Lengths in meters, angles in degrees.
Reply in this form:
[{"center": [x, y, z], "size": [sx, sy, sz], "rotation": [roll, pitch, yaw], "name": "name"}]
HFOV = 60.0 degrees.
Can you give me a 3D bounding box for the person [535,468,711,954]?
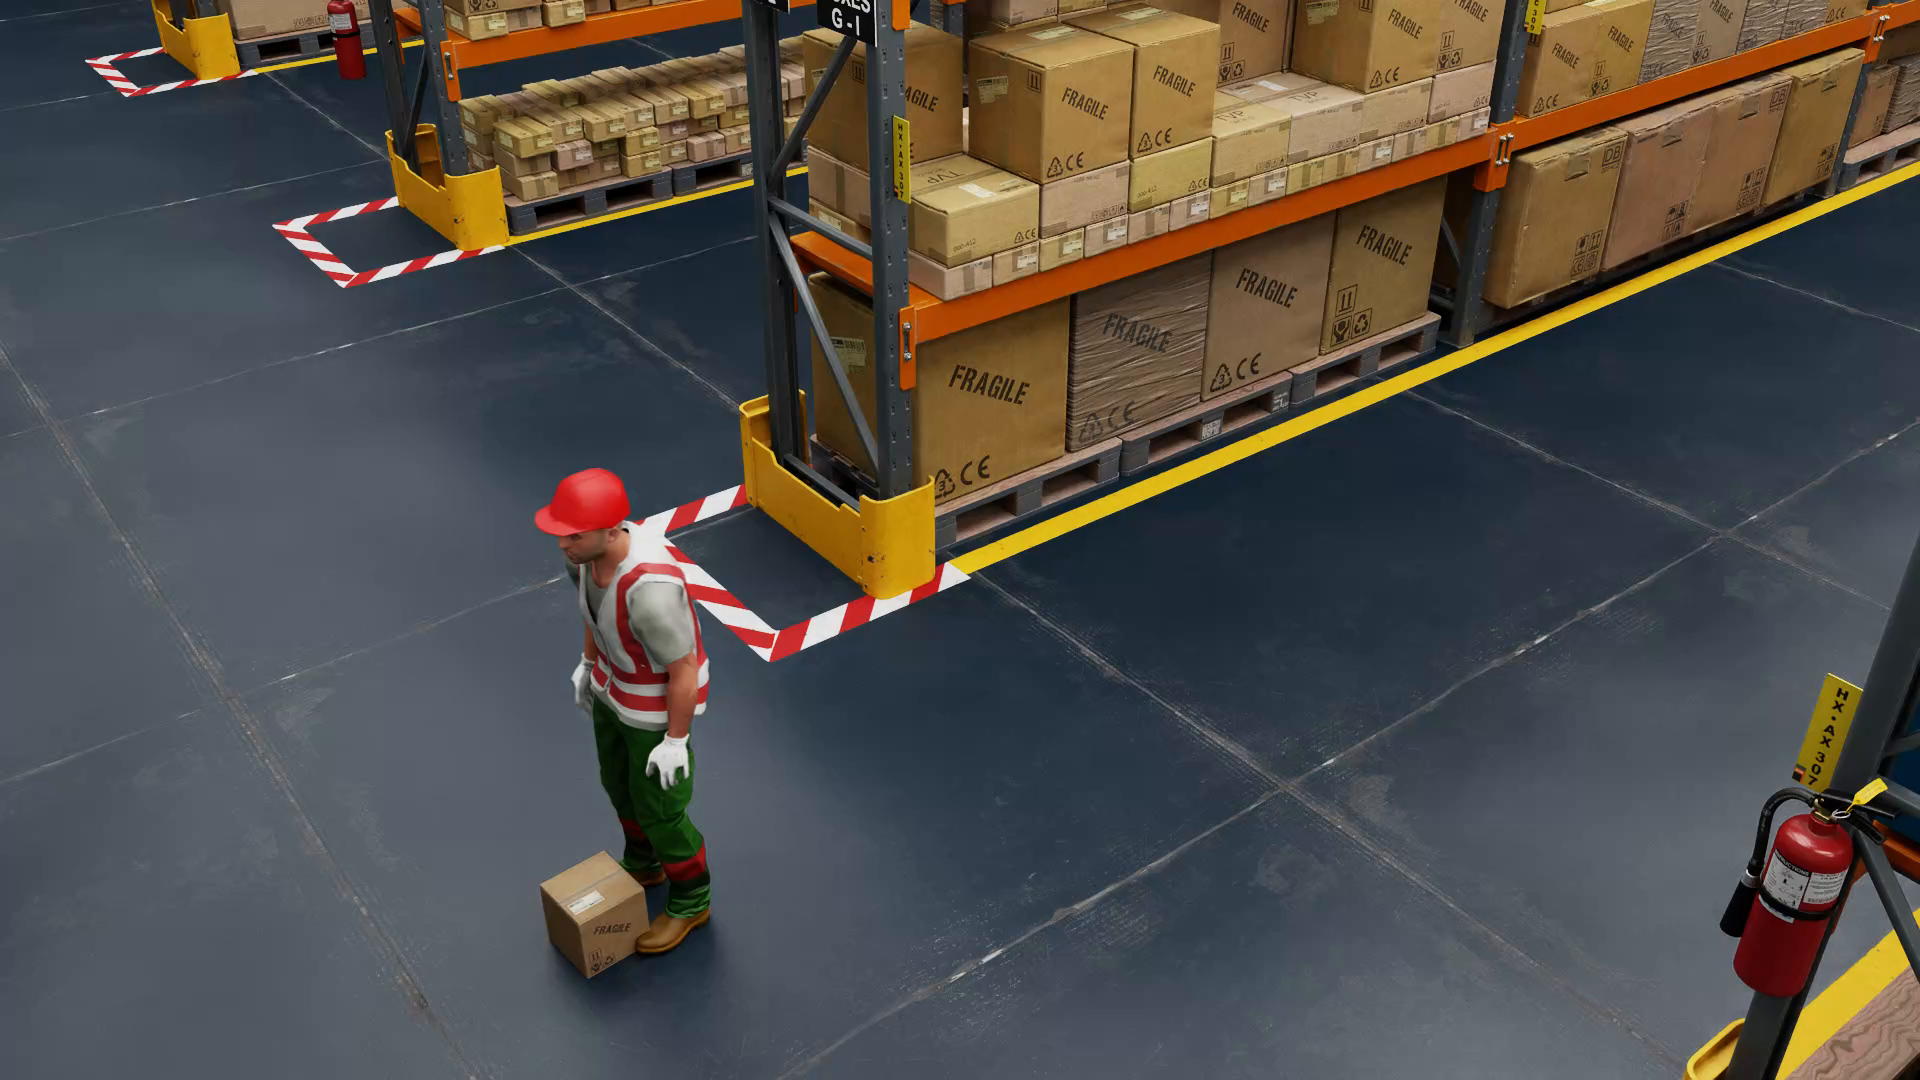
[{"center": [-1.036, 0.532, 5.267], "size": [0.456, 1.778, 0.617], "rotation": [-23, 39, -32], "name": "person"}]
